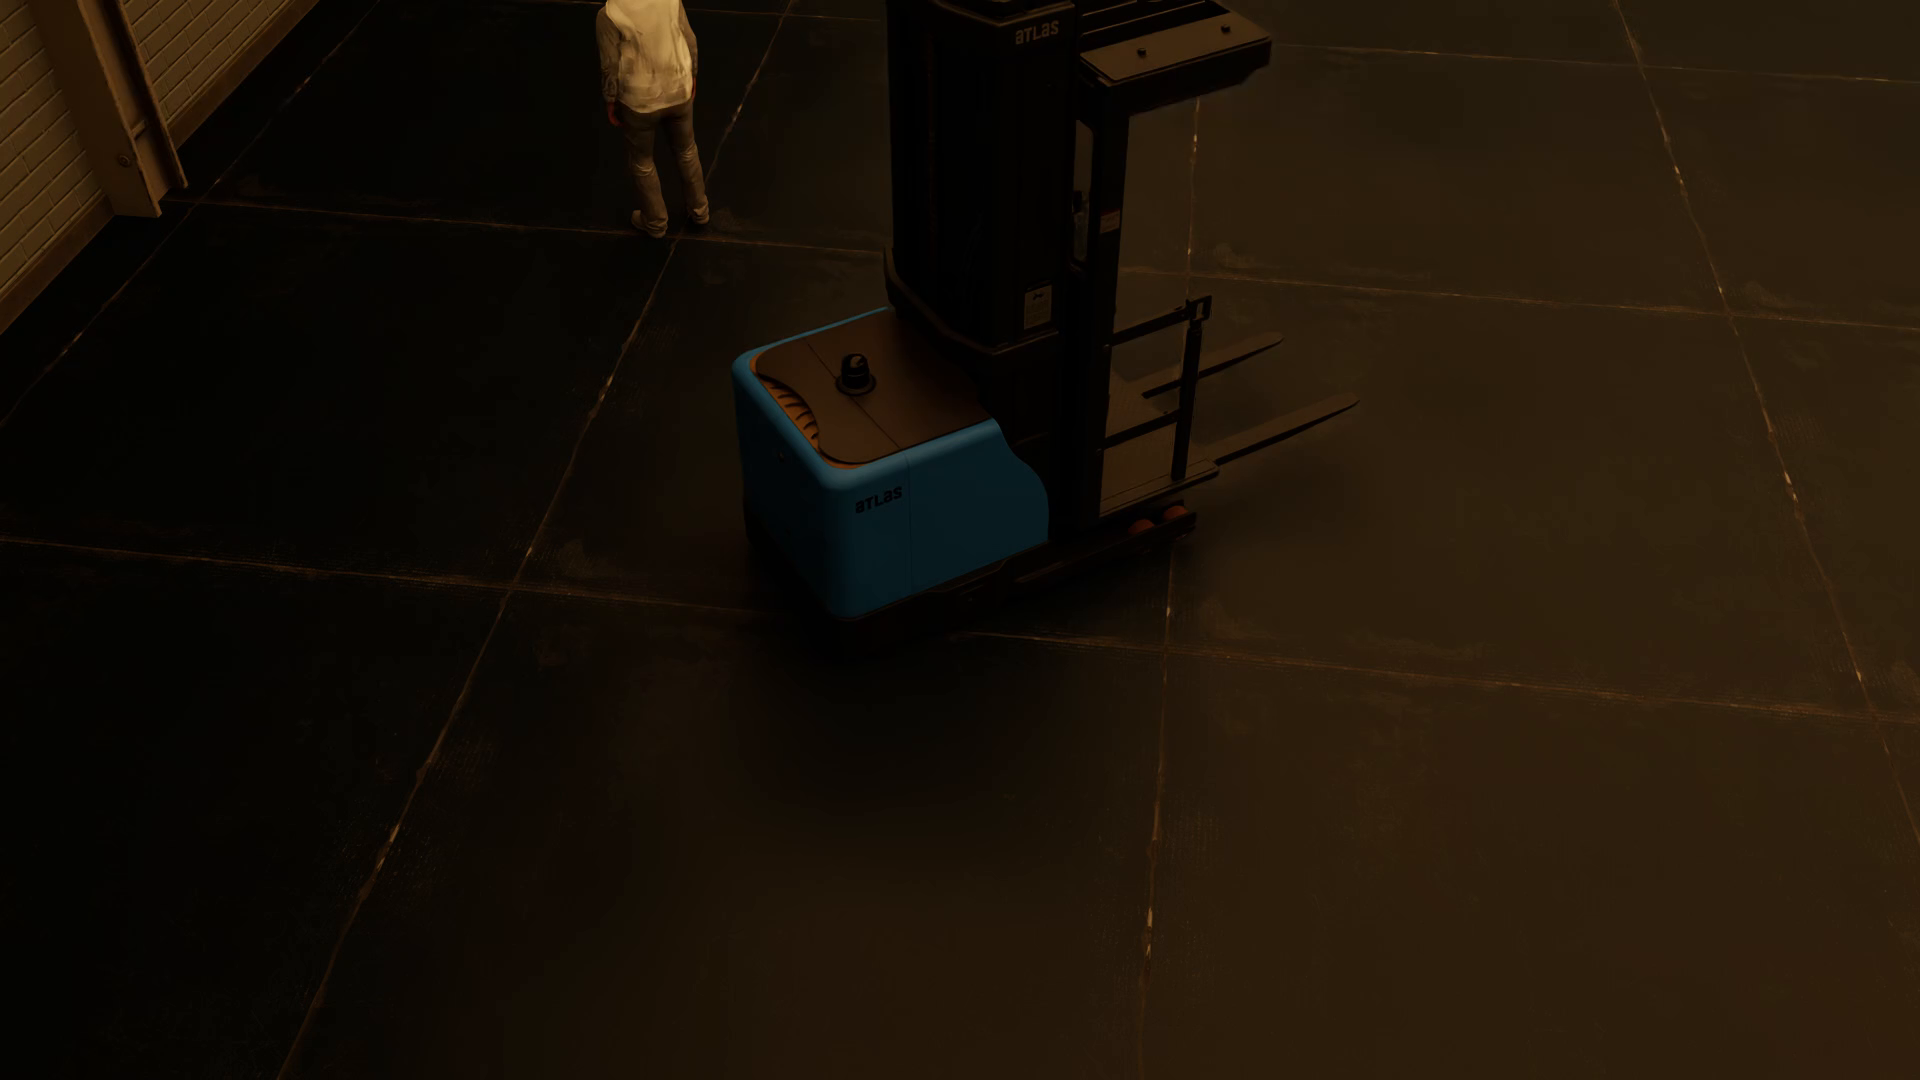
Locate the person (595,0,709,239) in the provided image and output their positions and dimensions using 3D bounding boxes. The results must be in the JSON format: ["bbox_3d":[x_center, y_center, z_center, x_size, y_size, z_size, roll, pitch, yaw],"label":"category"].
[{"bbox_3d":[-1.733,-2.531,9.338,0.583,1.770,0.464,-24,48,-24],"label":"person"}]

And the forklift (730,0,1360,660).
[{"bbox_3d":[0.528,-1.300,7.140,3.031,2.935,1.130,-21,47,-22],"label":"forklift"}]
